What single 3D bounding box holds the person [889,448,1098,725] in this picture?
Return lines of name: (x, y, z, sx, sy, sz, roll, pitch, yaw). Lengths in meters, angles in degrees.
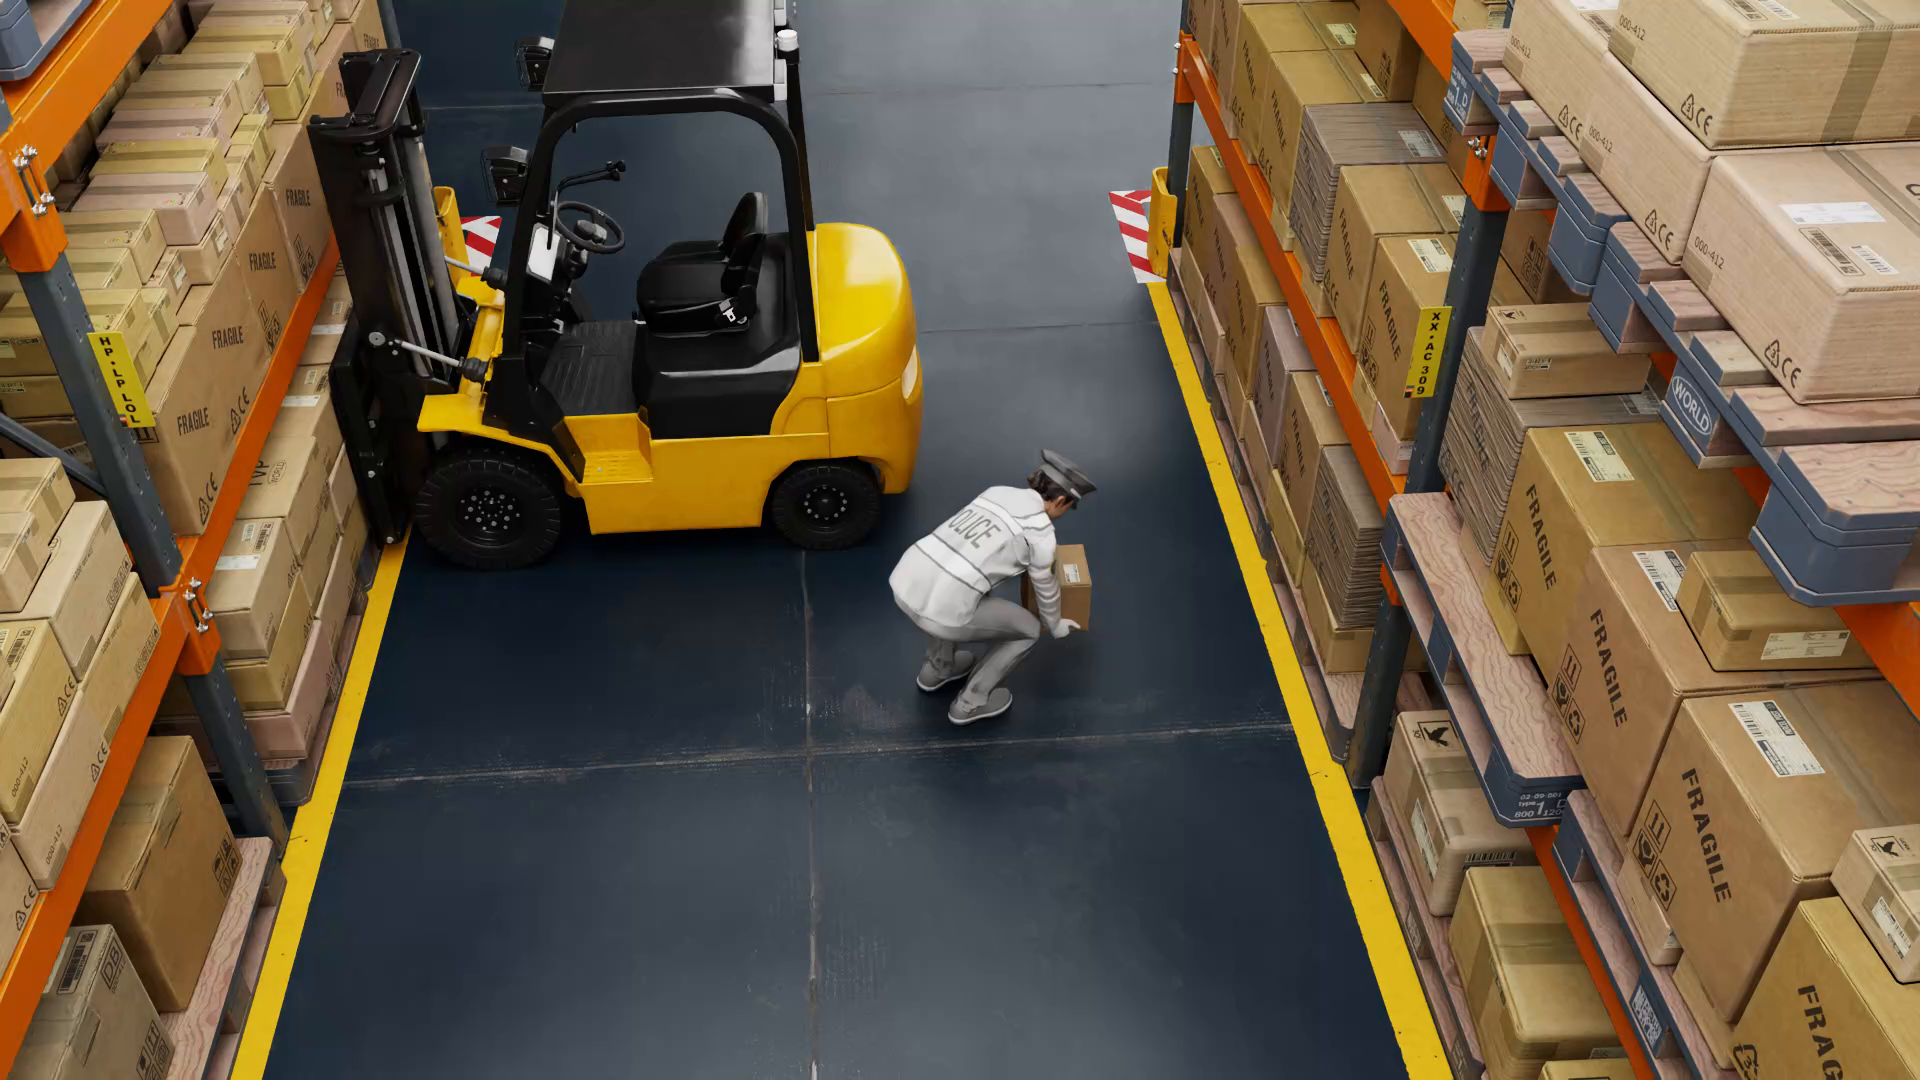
person: (0.152, 0.178, 6.483, 0.893, 0.978, 0.467, -25, 45, -27)
